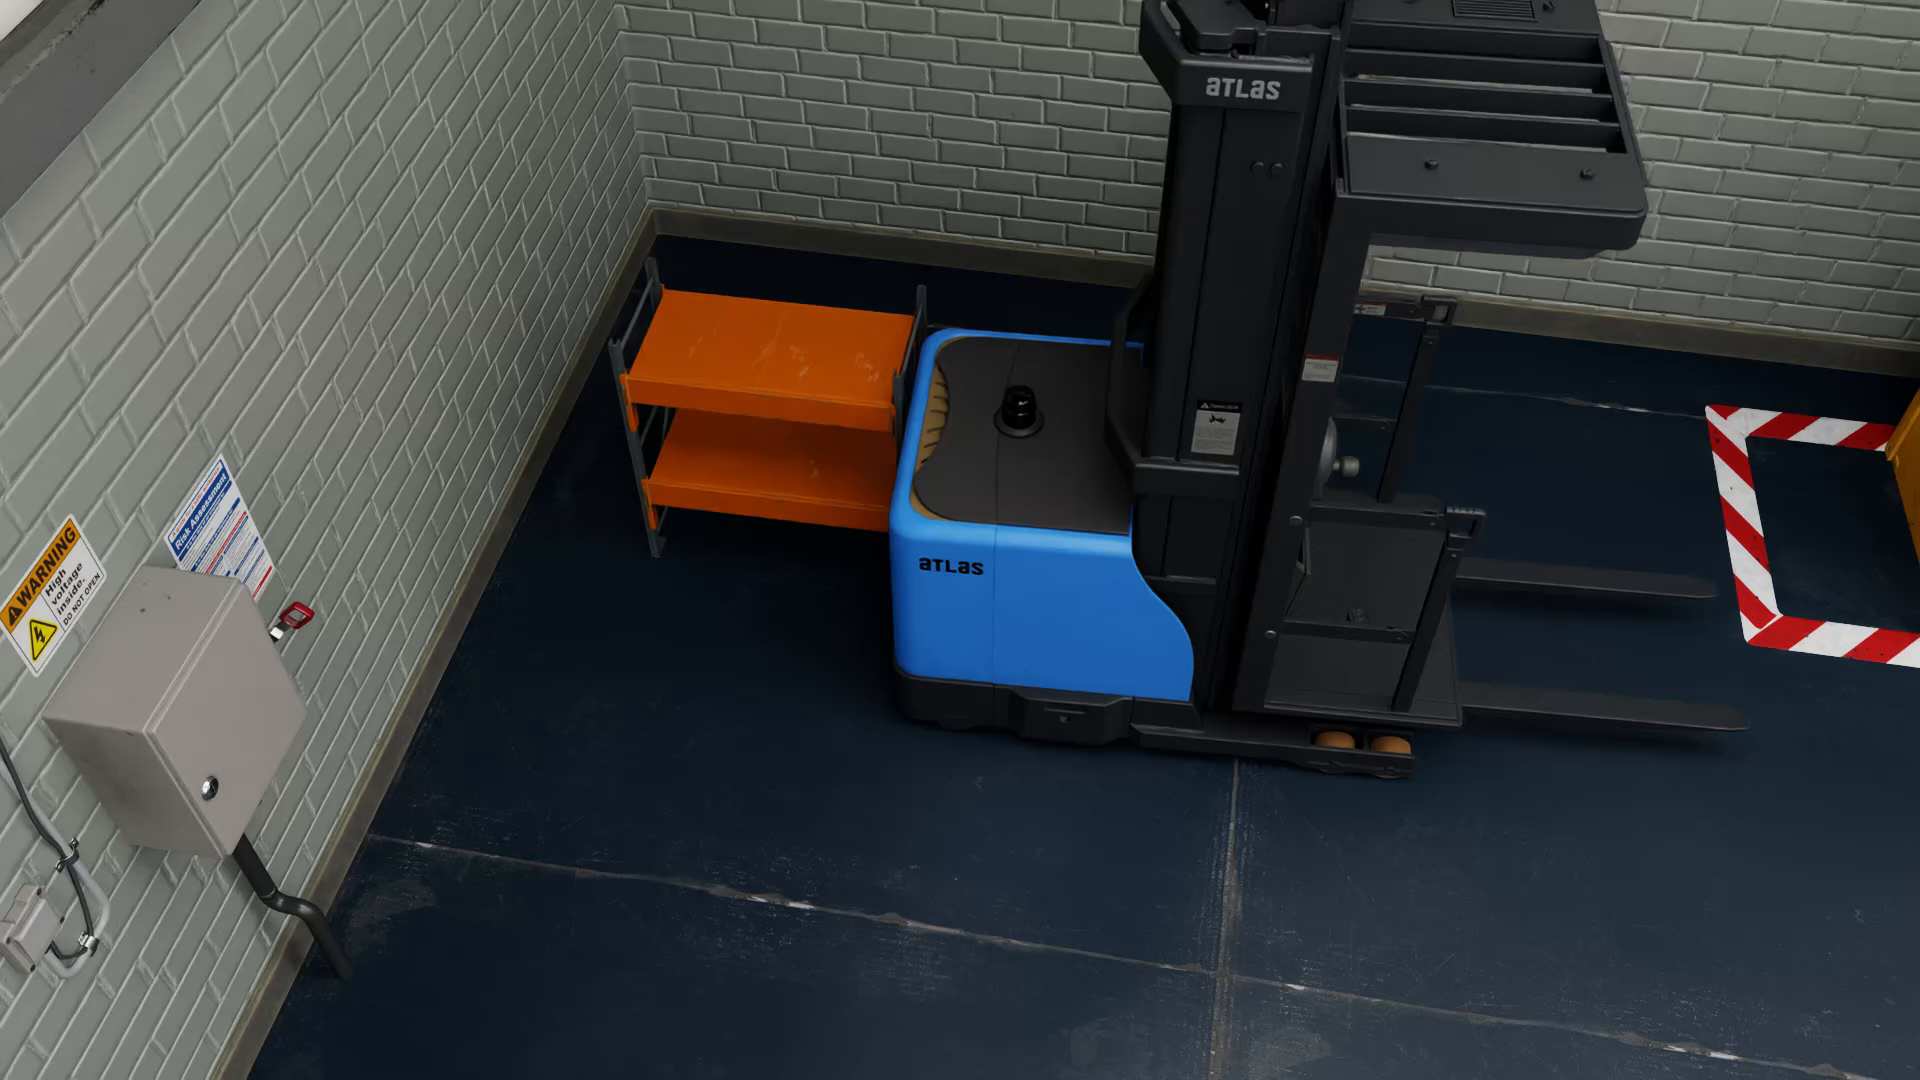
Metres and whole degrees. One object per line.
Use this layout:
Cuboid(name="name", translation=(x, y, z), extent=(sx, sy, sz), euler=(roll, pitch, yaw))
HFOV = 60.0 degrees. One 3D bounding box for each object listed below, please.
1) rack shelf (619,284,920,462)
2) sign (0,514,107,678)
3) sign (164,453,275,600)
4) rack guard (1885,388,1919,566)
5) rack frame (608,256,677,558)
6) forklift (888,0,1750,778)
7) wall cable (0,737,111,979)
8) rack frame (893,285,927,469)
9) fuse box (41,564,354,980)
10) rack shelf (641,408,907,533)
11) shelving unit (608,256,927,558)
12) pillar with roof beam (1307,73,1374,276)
Cuboid(name="rack shelf", translation=(-0.678, -0.623, 6.132), extent=(1.000, 0.278, 0.538), euler=(7, 48, 6))
Cuboid(name="sign", translation=(-2.197, 0.134, 4.030), extent=(0.001, 0.242, 0.339), euler=(8, 49, 7))
Cuboid(name="sign", translation=(-2.099, 0.040, 4.734), extent=(0.001, 0.494, 0.329), euler=(8, 49, 7))
Cuboid(name="rack guard", translation=(4.006, -0.144, 6.516), extent=(0.348, 0.500, 1.175), euler=(8, 49, 7))
Cuboid(name="rack frame", translation=(-1.180, -0.488, 6.404), extent=(0.032, 1.125, 0.500), euler=(7, 48, 6))
Cuboid(name="forklift", translation=(1.307, -0.548, 5.244), extent=(3.031, 2.935, 1.130), euler=(5, 48, 4))
Cuboid(name="wall cable", translation=(-2.260, 0.536, 3.541), extent=(0.122, 1.984, 0.588), euler=(8, 49, 7))
Cuboid(name="rack frame", translation=(-0.177, -0.367, 6.296), extent=(0.032, 1.125, 0.500), euler=(7, 48, 6))
Cuboid(name="fuse box", translation=(-1.983, 0.827, 4.828), extent=(0.414, 1.711, 0.539), euler=(8, 49, 7))
Cuboid(name="rack shelf", translation=(-0.678, -0.264, 6.532), extent=(1.000, 0.278, 0.538), euler=(7, 48, 6))
Cuboid(name="shelving unit", translation=(-0.678, -0.428, 6.350), extent=(1.048, 1.125, 0.538), euler=(7, 48, 6))
Cuboid(name="pillar with roof beam", translation=(0.673, -0.860, 1.445), extent=(0.400, 9.000, 9.100), euler=(8, 49, 7))
